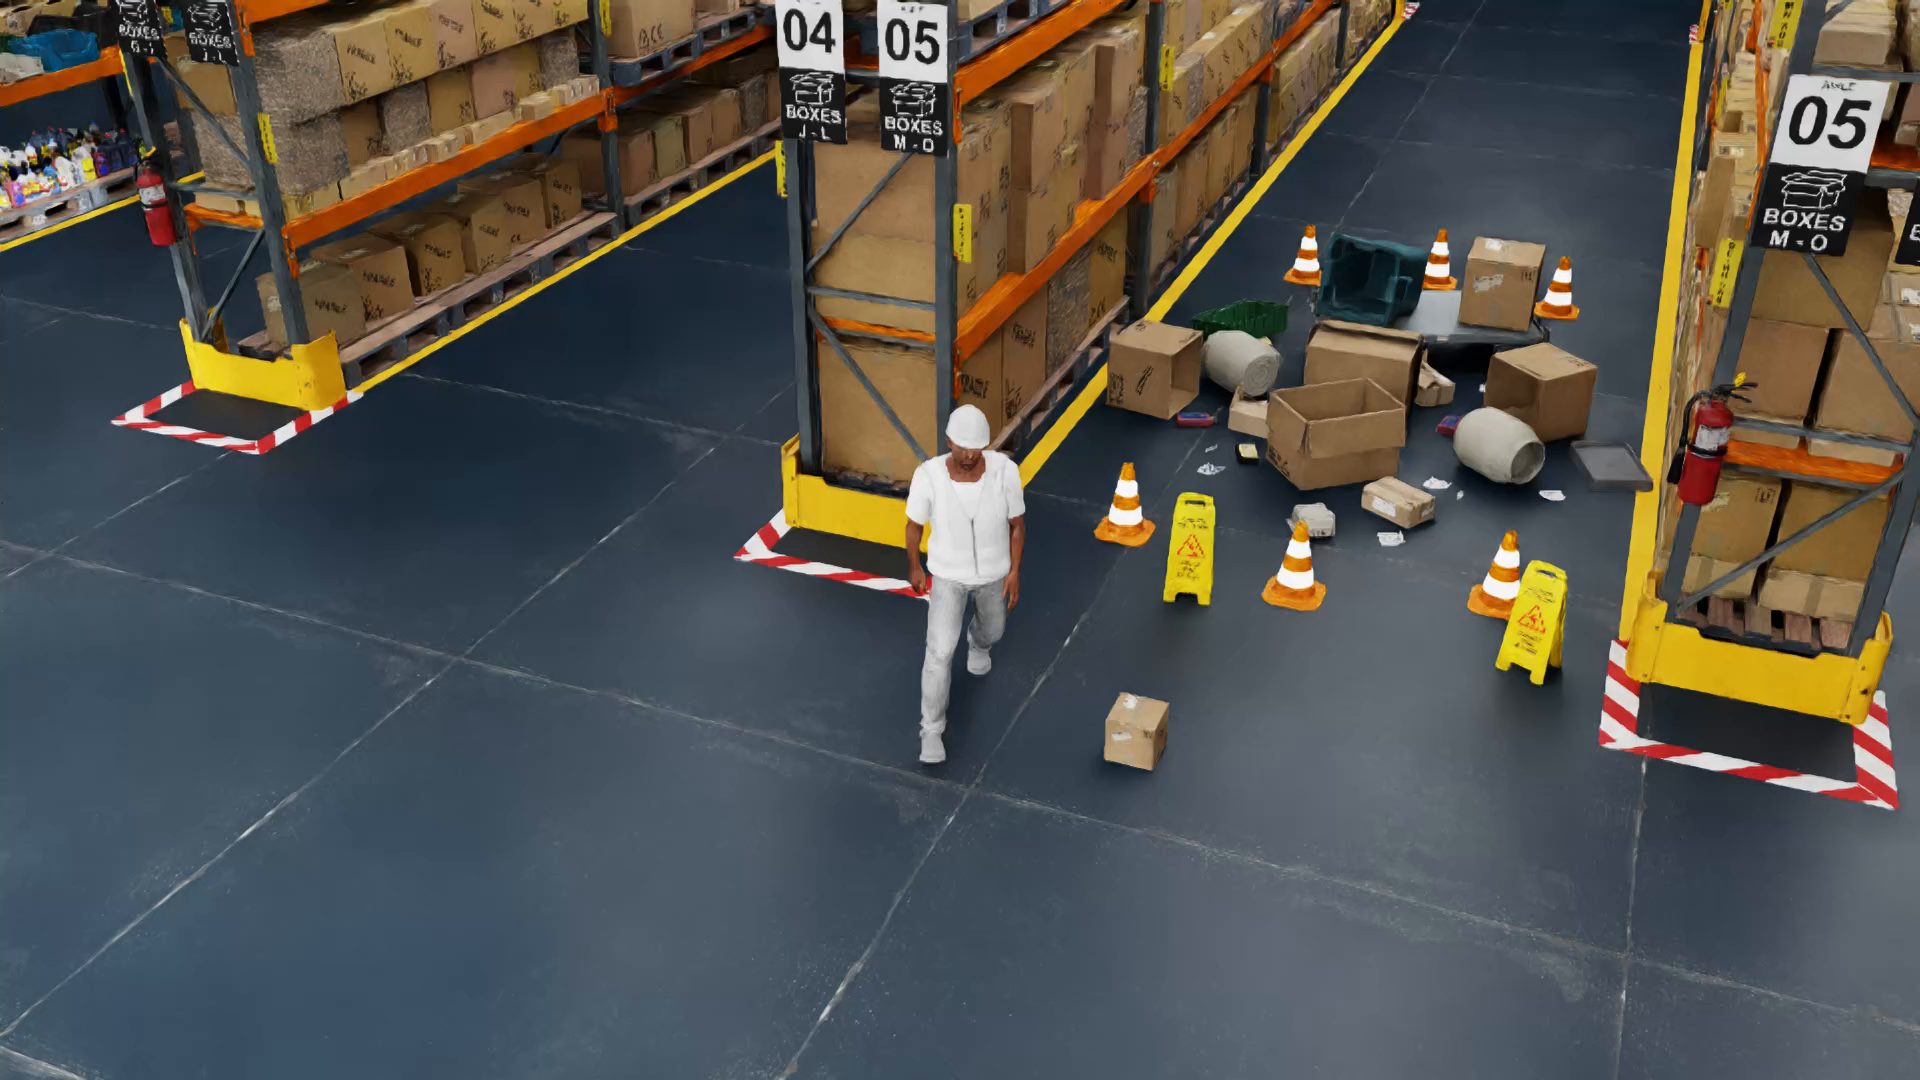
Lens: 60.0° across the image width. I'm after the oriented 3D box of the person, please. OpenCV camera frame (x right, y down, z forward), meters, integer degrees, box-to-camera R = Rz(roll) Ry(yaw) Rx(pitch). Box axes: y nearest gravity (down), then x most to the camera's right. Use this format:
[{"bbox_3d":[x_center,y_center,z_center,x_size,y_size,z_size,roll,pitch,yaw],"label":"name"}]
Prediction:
[{"bbox_3d":[0.014,0.147,8.143,0.618,1.726,0.968,-7,30,-12],"label":"person"}]
